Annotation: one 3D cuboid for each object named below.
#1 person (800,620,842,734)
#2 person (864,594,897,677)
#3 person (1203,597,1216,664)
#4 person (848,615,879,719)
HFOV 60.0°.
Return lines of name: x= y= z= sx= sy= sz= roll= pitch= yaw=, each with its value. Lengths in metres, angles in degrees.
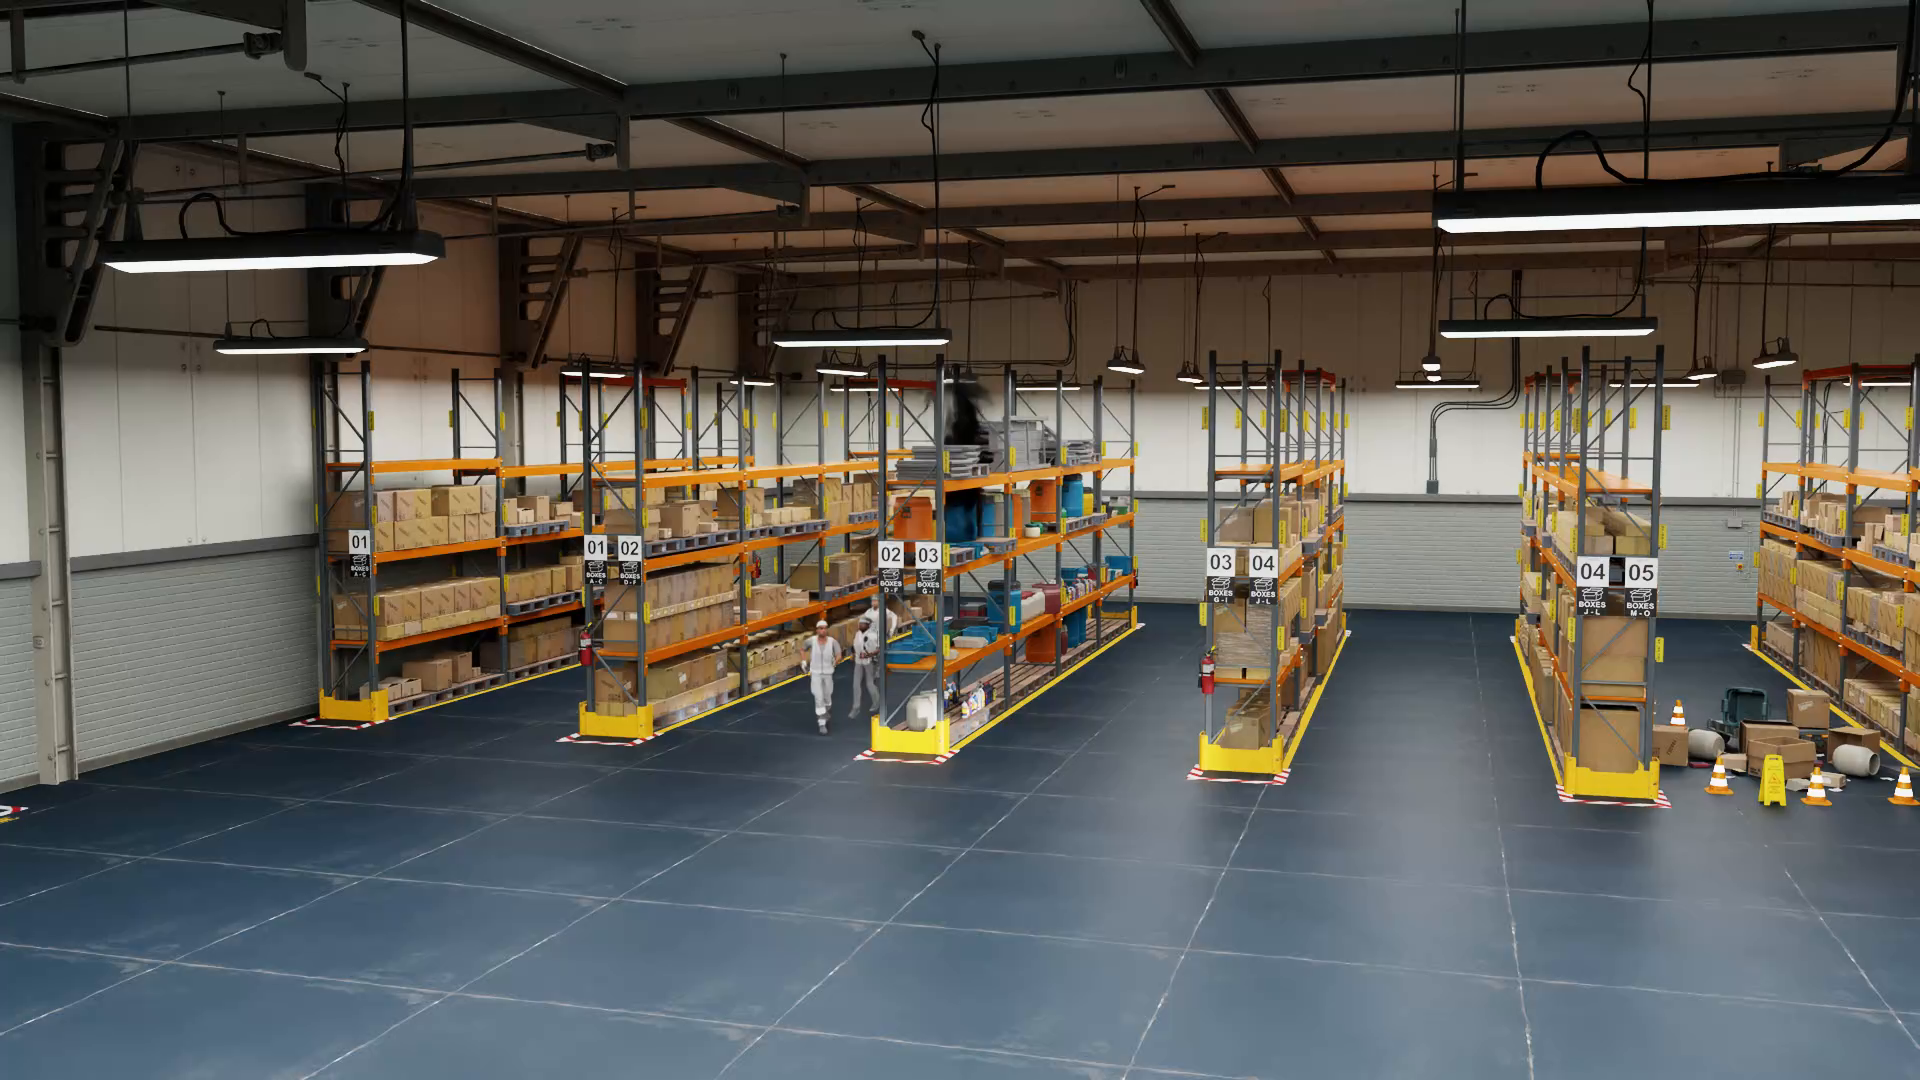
person: x=-2.247 y=2.180 z=26.945 sx=0.668 sy=1.788 sz=1.003 roll=-1 pitch=4 yaw=-10
person: x=-1.578 y=1.858 z=32.178 sx=0.626 sy=1.649 sz=0.784 roll=1 pitch=4 yaw=14
person: x=5.233 y=1.717 z=33.672 sx=0.713 sy=1.776 sz=0.954 roll=0 pitch=4 yaw=2
person: x=-1.565 y=2.136 z=28.249 sx=0.598 sy=1.749 sz=0.800 roll=2 pitch=5 yaw=29
